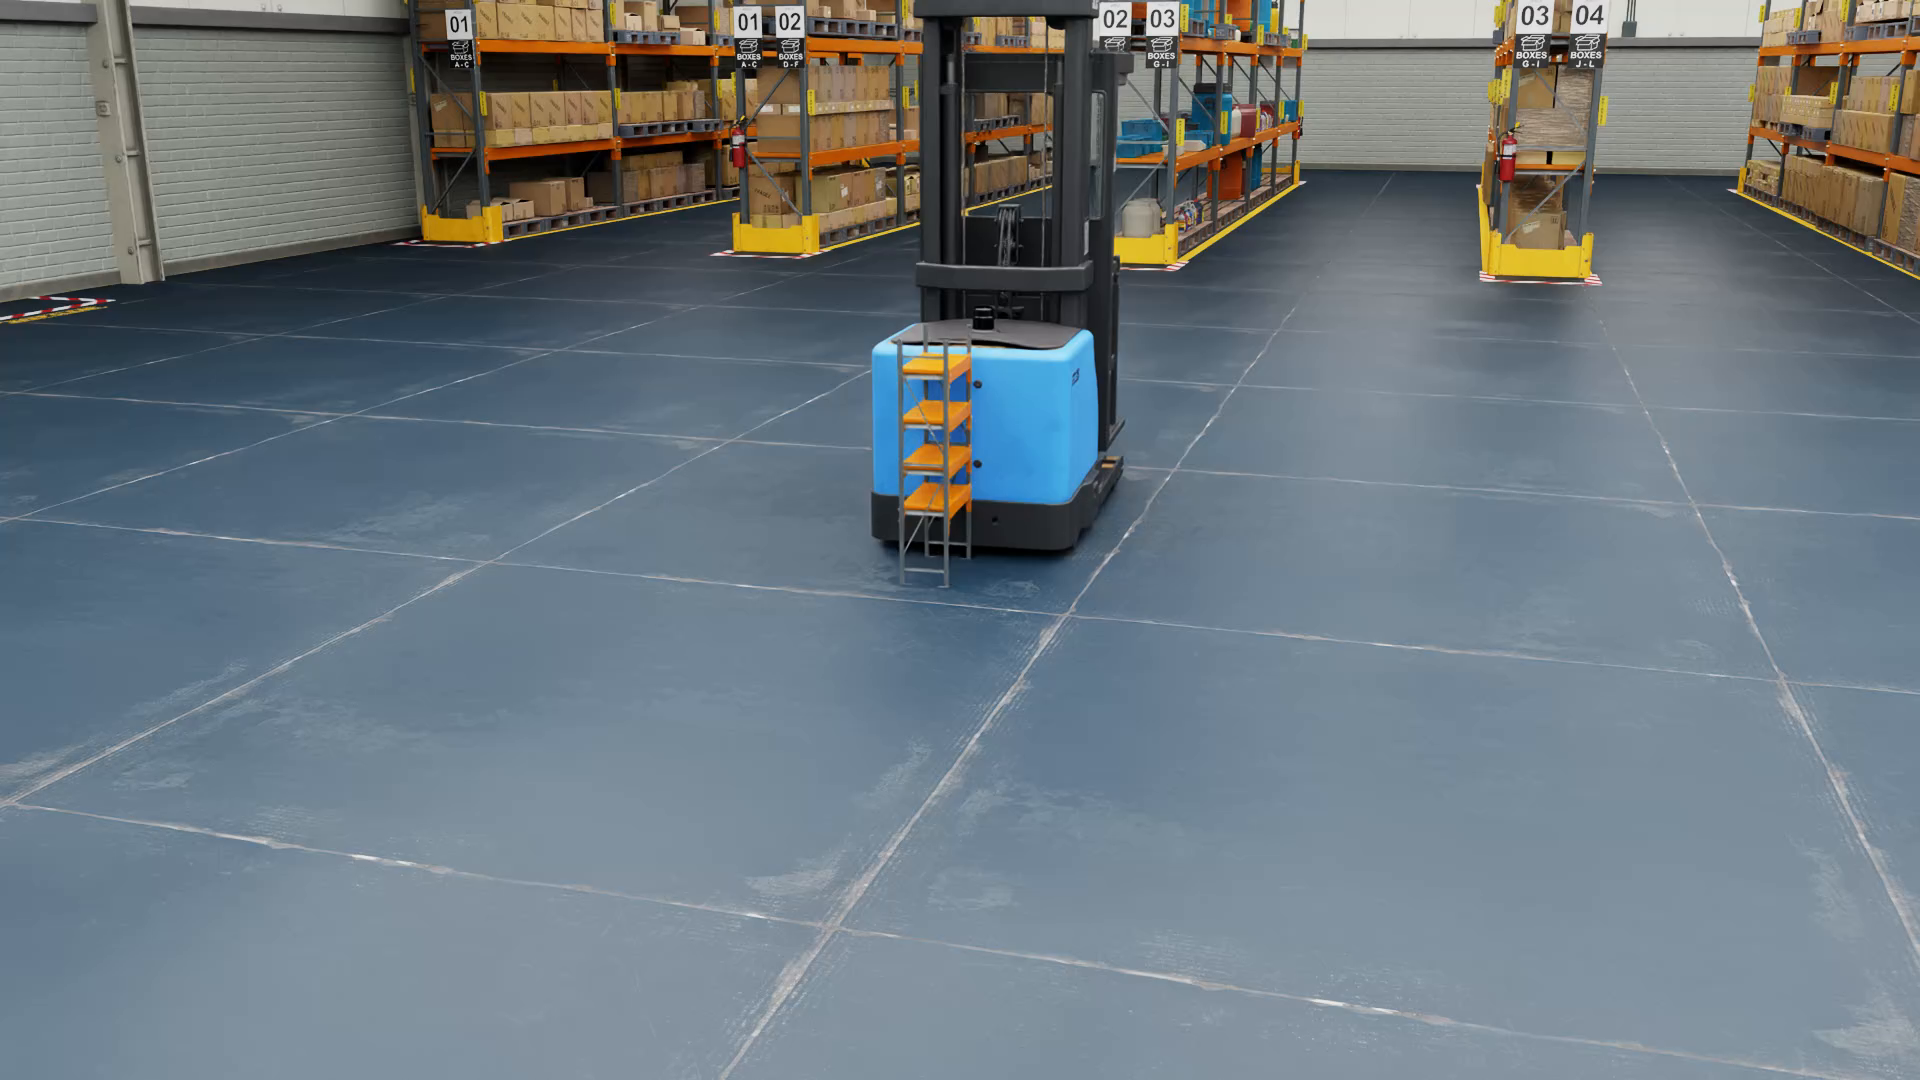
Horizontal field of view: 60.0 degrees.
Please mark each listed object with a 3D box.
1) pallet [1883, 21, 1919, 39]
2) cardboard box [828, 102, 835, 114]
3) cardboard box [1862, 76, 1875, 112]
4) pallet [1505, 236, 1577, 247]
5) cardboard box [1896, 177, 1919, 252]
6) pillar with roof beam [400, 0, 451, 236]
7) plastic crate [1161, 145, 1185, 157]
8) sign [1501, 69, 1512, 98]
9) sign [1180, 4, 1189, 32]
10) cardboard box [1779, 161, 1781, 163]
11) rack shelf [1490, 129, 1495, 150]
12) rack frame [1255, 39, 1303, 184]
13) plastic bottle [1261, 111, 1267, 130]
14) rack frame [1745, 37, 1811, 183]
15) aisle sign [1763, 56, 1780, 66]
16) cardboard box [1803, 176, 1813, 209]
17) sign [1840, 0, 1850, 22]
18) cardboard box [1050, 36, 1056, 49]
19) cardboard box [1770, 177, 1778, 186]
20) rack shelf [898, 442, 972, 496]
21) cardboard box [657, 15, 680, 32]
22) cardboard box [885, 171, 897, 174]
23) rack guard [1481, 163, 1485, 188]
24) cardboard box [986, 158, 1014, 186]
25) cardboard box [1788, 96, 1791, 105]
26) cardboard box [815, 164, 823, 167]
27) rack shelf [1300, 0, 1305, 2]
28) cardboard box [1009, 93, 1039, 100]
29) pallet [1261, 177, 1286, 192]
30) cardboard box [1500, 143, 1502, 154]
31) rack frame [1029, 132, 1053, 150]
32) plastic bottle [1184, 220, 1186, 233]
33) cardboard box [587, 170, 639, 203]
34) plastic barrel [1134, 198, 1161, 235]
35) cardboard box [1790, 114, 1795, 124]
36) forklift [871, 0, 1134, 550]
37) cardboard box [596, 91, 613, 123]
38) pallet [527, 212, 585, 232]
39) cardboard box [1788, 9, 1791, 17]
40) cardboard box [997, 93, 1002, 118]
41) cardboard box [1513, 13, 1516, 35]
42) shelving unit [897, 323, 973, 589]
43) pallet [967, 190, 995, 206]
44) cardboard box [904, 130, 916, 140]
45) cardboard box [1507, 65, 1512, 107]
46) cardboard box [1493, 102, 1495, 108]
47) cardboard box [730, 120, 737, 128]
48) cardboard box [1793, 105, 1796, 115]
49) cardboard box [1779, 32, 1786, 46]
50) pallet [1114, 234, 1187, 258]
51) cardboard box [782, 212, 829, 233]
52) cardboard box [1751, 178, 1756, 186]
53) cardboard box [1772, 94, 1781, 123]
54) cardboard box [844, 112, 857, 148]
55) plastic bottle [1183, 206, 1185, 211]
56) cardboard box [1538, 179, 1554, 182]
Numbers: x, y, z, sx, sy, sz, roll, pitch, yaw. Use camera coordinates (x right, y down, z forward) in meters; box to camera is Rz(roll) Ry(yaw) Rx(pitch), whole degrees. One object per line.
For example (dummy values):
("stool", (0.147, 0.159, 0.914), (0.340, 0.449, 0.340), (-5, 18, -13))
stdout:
("pallet", (13.063, -6.873, 22.416), (0.805, 0.209, 1.217), (4, 16, 14))
("cardboard box", (-1.974, -6.058, 23.319), (0.380, 0.149, 0.250), (4, 16, 15))
("cardboard box", (13.563, -6.470, 24.127), (0.700, 0.500, 0.500), (4, 16, 15))
("pallet", (7.621, -3.849, 22.012), (1.003, 0.211, 1.213), (5, 16, 16))
("cardboard box", (12.351, -4.062, 20.779), (0.875, 0.875, 0.875), (5, 17, 16))
("pillar with roof beam", (-3.764, -8.597, 22.649), (9.100, 9.000, 0.400), (5, 16, 16))
("plastic crate", (2.800, -5.109, 21.827), (0.298, 0.136, 0.250), (5, 16, 16))
("sign", (6.460, -5.400, 19.669), (0.100, 0.325, 0.005), (5, 16, 16))
("sign", (2.764, -6.430, 20.489), (0.100, 0.325, 0.005), (5, 16, 16))
("cardboard box", (16.226, -7.315, 32.486), (0.380, 0.149, 0.250), (5, 17, 17))
("rack shelf", (9.828, -6.913, 29.022), (1.077, 0.370, 4.000), (5, 16, 16))
("rack frame", (6.784, -9.213, 35.812), (1.000, 3.000, 0.127), (5, 16, 16))
("plastic bottle", (5.648, -7.828, 31.021), (0.144, 0.351, 0.185), (5, 16, 16))
("rack frame", (16.260, -8.417, 33.009), (1.000, 3.000, 0.127), (5, 16, 16))
("aisle sign", (15.993, -9.710, 32.803), (0.394, 0.787, 0.004), (5, 16, 16))
("cardboard box", (14.074, -5.652, 27.070), (0.500, 0.500, 0.500), (5, 17, 18))
("sign", (13.467, -8.059, 25.300), (0.100, 0.325, 0.005), (5, 16, 16))
("cardboard box", (1.703, -10.422, 34.855), (0.500, 0.250, 0.500), (5, 16, 16))
("cardboard box", (14.973, -6.523, 30.241), (0.380, 0.149, 0.250), (4, 16, 13))
("rack shelf", (-0.118, -0.352, 8.116), (0.258, 0.148, 0.480), (4, 16, 13))
("cardboard box", (-5.445, -9.058, 29.545), (0.797, 0.503, 0.637), (7, 17, 24))
("cardboard box", (-1.248, -6.002, 27.736), (0.500, 0.311, 0.500), (5, 16, 16))
("rack guard", (11.540, -7.632, 34.821), (1.175, 0.500, 0.348), (5, 16, 16))
("cardboard box", (0.743, -7.149, 32.312), (0.500, 0.500, 0.500), (5, 17, 17))
("cardboard box", (14.421, -7.531, 28.483), (0.380, 0.149, 0.250), (5, 17, 16))
("cardboard box", (-3.394, -8.253, 36.239), (0.700, 0.500, 0.500), (4, 16, 15))
("rack shelf", (6.216, -11.037, 33.301), (1.077, 0.370, 4.000), (5, 16, 16))
("cardboard box", (1.303, -9.182, 33.688), (0.500, 0.500, 0.500), (5, 17, 17))
("pallet", (6.164, -7.340, 34.321), (1.003, 0.211, 1.213), (5, 16, 16))
("cardboard box", (7.473, -5.275, 22.390), (0.380, 0.149, 0.250), (5, 16, 16))
("rack frame", (2.036, -9.598, 37.170), (1.000, 3.000, 0.127), (5, 16, 16))
("plastic bottle", (3.081, -4.369, 23.058), (0.097, 0.201, 0.097), (0, 16, 0))
("cardboard box", (-5.931, -6.044, 28.417), (0.700, 0.500, 0.500), (5, 17, 18))
("plastic barrel", (2.494, -4.341, 22.426), (0.421, 0.512, 0.421), (0, 16, 0))
("cardboard box", (14.278, -7.114, 28.106), (0.380, 0.149, 0.250), (4, 16, 13))
("forklift", (0.372, -1.717, 9.511), (1.130, 2.935, 3.031), (4, 16, 13))
("cardboard box", (-5.962, -6.992, 26.847), (0.500, 0.500, 0.500), (5, 16, 16))
("pallet", (-6.626, -5.001, 26.074), (1.003, 0.211, 1.213), (5, 16, 16))
("cardboard box", (15.238, -9.551, 30.135), (0.380, 0.149, 0.250), (4, 16, 14))
("cardboard box", (0.457, -8.334, 31.763), (0.700, 0.500, 0.500), (1, 16, 2))
("cardboard box", (7.019, -6.290, 20.286), (0.500, 0.250, 0.500), (5, 17, 16))
("shelving unit", (-0.118, -0.416, 8.098), (0.258, 1.200, 0.503), (4, 16, 13))
("pallet", (0.011, -6.355, 30.850), (1.003, 0.211, 1.213), (5, 16, 16))
("cardboard box", (-0.926, -6.553, 26.897), (0.380, 0.149, 0.250), (5, 16, 16))
("cardboard box", (7.042, -5.609, 20.547), (0.500, 0.500, 0.500), (5, 16, 16))
("cardboard box", (10.271, -8.355, 31.143), (0.500, 0.500, 0.500), (5, 17, 17))
("cardboard box", (-4.435, -7.973, 31.866), (0.380, 0.149, 0.250), (5, 17, 18))
("cardboard box", (14.278, -7.253, 28.051), (0.380, 0.149, 0.250), (5, 17, 18))
("cardboard box", (15.301, -9.154, 30.383), (0.500, 0.250, 0.500), (4, 16, 15))
("pallet", (2.450, -3.921, 22.265), (1.003, 0.211, 1.213), (5, 16, 16))
("cardboard box", (-2.145, -4.414, 23.163), (0.500, 0.250, 0.500), (5, 16, 16))
("cardboard box", (15.567, -6.937, 32.244), (0.380, 0.149, 0.250), (5, 17, 17))
("cardboard box", (15.138, -7.846, 30.267), (0.500, 0.500, 0.500), (4, 16, 14))
("cardboard box", (-1.928, -5.986, 24.254), (0.700, 0.500, 0.500), (5, 17, 18))
("plastic bottle", (3.216, -4.654, 23.911), (0.061, 0.283, 0.133), (5, 16, 16))
("cardboard box", (8.943, -5.422, 26.221), (0.700, 0.500, 0.500), (3, 16, 11))
